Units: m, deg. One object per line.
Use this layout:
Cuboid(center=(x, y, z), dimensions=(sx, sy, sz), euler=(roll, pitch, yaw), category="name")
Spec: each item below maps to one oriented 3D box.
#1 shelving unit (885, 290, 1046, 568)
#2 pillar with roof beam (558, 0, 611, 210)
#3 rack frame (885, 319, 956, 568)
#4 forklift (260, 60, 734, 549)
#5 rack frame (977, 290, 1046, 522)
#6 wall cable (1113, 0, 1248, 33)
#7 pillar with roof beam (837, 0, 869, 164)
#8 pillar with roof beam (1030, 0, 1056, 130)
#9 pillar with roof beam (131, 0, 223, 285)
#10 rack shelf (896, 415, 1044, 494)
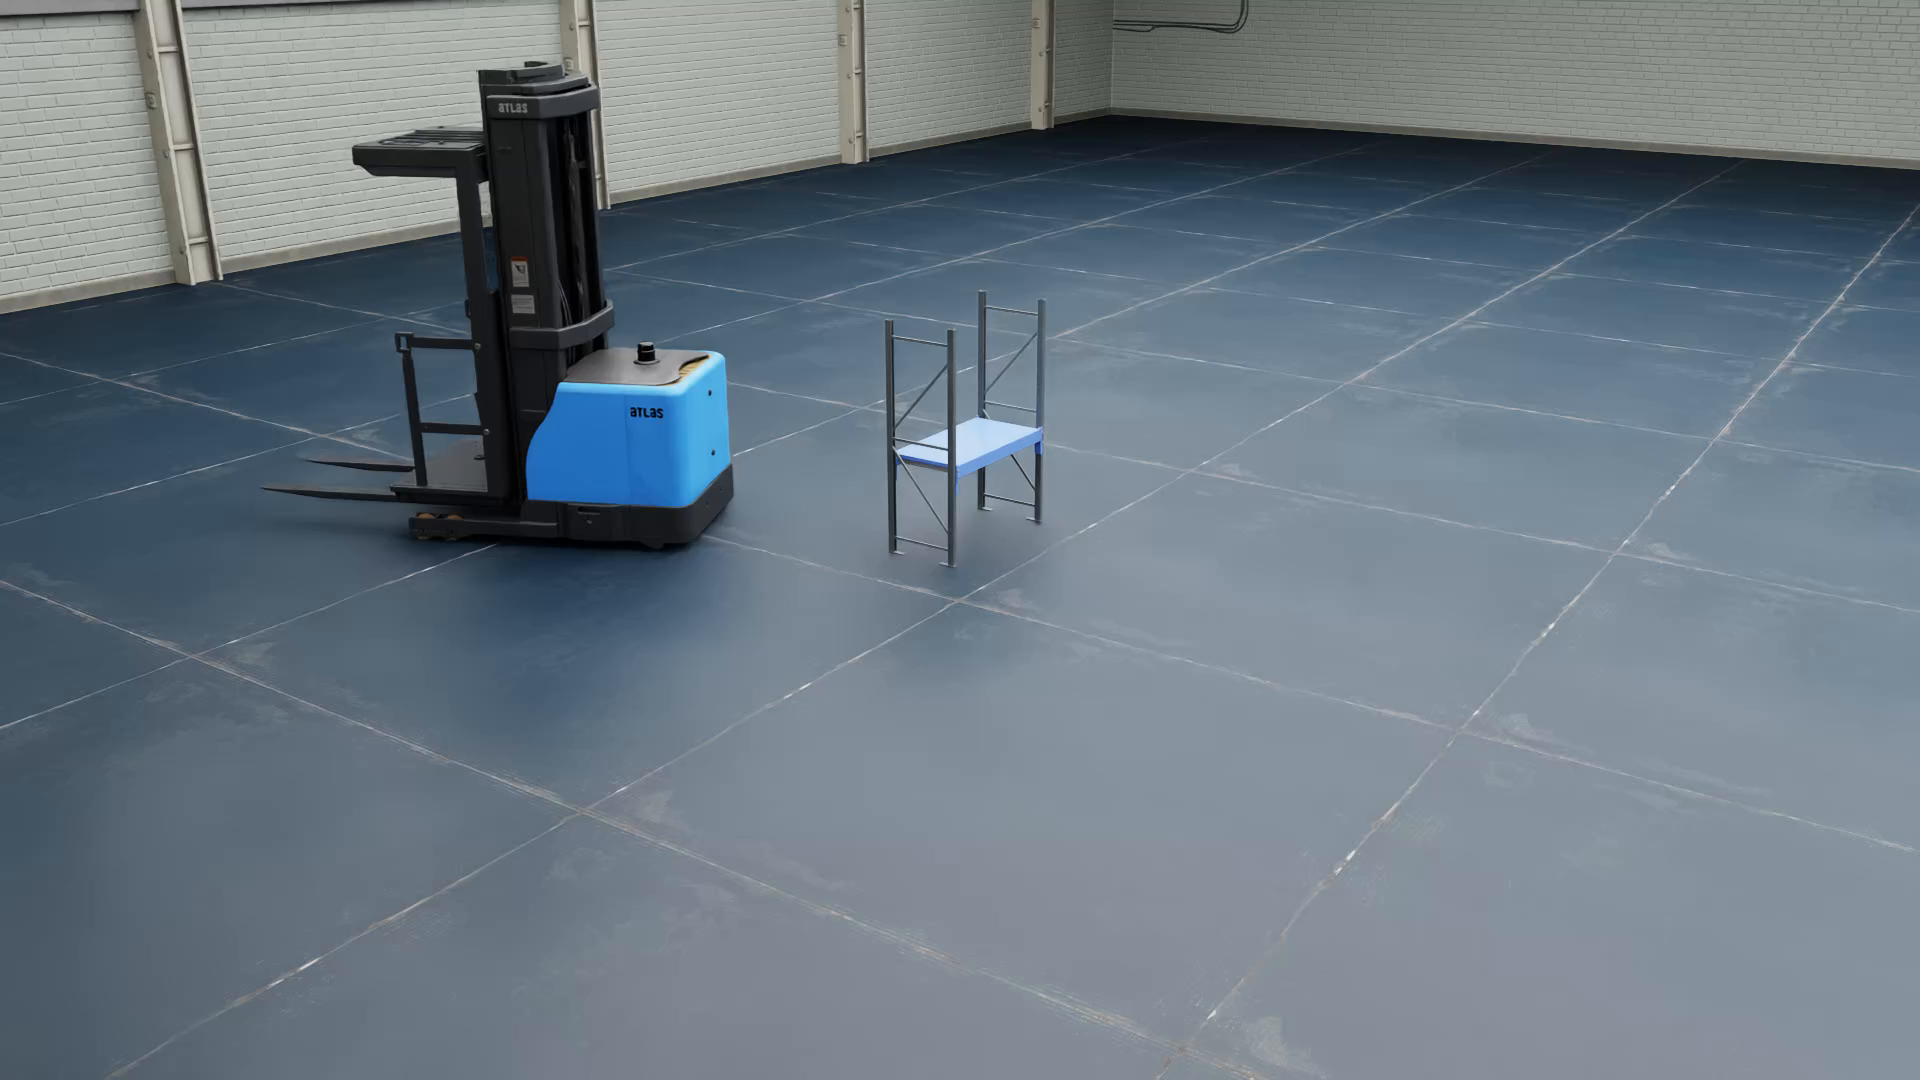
Cuboid(center=(0.048, -0.728, 10.571), dimensions=(0.538, 1.500, 1.048), euler=(13, 24, 32), category="shelving unit")
Cuboid(center=(-1.578, -8.005, 19.434), dimensions=(9.100, 9.000, 0.400), euler=(13, 24, 32), category="pillar with roof beam")
Cuboid(center=(-0.238, -0.582, 10.177), dimensions=(0.500, 1.500, 0.032), euler=(13, 24, 32), category="rack frame")
Cuboid(center=(-3.110, -1.543, 10.710), dimensions=(3.031, 2.935, 1.130), euler=(3, 21, 9), category="forklift")
Cuboid(center=(0.334, -0.874, 10.965), dimensions=(0.500, 1.500, 0.032), euler=(13, 24, 32), category="rack frame")
Cuboid(center=(4.357, -11.418, 33.138), dimensions=(3.097, 2.526, 0.112), euler=(13, 24, 32), category="wall cable")
Cuboid(center=(1.795, -9.726, 24.088), dimensions=(9.100, 9.000, 0.400), euler=(13, 24, 32), category="pillar with roof beam")
Cuboid(center=(5.167, -11.448, 28.742), dimensions=(9.100, 9.000, 0.400), euler=(13, 24, 32), category="pillar with roof beam")
Cuboid(center=(-4.951, -6.283, 14.780), dimensions=(9.100, 9.000, 0.400), euler=(13, 24, 32), category="pillar with roof beam")
Cuboid(center=(0.048, -0.559, 10.633), dimensions=(0.538, 0.185, 1.000), euler=(13, 24, 32), category="rack shelf")
